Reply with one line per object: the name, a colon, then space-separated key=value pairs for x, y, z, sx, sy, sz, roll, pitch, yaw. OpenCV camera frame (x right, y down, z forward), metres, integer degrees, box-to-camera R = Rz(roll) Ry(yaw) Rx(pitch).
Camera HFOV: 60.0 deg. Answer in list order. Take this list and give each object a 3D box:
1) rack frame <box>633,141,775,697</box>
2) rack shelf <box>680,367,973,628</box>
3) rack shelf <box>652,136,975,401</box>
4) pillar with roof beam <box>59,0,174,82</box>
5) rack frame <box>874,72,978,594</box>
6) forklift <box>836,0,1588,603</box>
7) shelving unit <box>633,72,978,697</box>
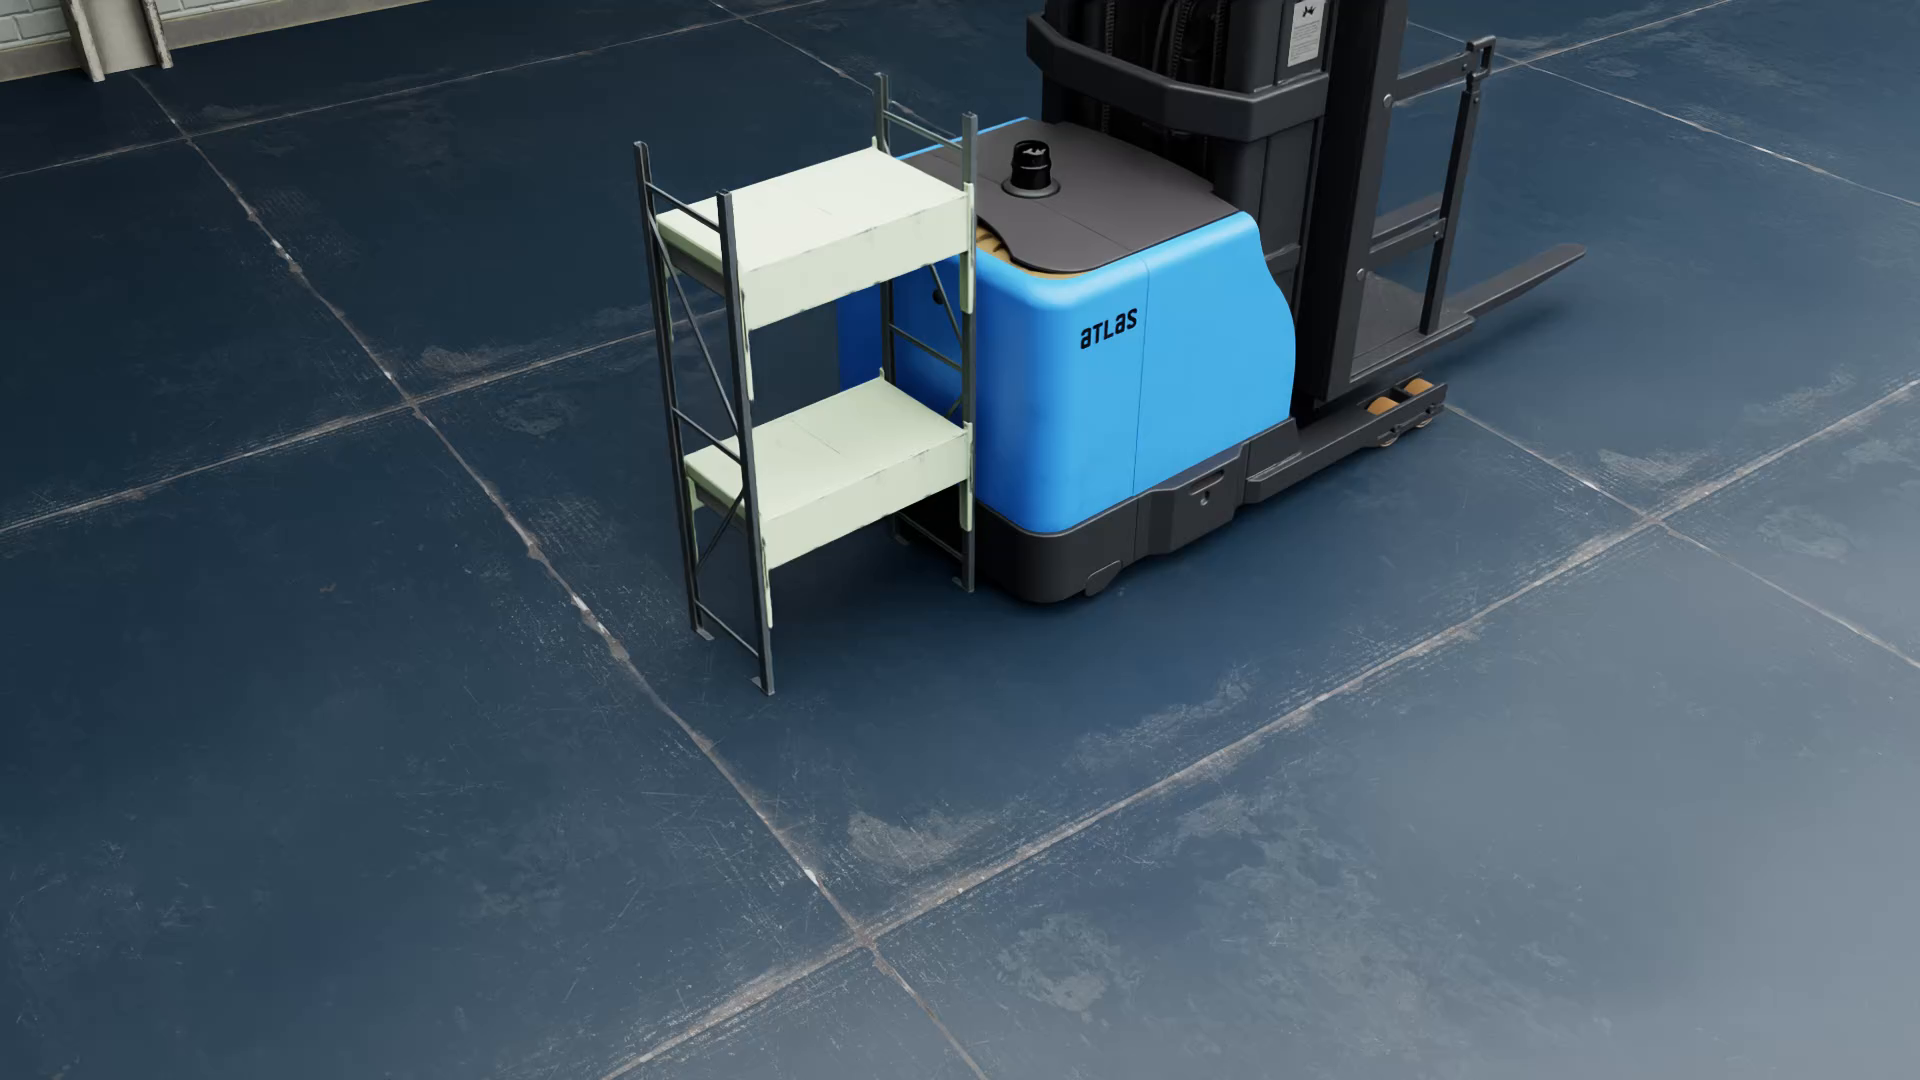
rack frame: x=-0.654 y=-0.264 z=4.332 sx=0.023 sy=1.500 sz=0.400 roll=-26 pitch=43 yaw=-31
rack shelf: x=-0.373 y=-0.136 z=4.713 sx=0.720 sy=0.370 sz=0.431 roll=-26 pitch=43 yaw=-31
rack shelf: x=-0.373 y=-0.718 z=4.295 sx=0.720 sy=0.370 sz=0.431 roll=-26 pitch=43 yaw=-31
pillar with roof beam: x=-1.880 y=-4.080 z=3.216 sx=0.400 sy=9.000 sz=9.100 roll=-22 pitch=41 yaw=-28
rack frame: x=-0.092 y=-0.538 z=4.713 sx=0.023 sy=1.500 sz=0.400 roll=-26 pitch=43 yaw=-31
forklift: x=1.059 y=-1.722 z=5.134 sx=3.031 sy=2.935 sz=1.130 roll=-26 pitch=43 yaw=-31
shelving unit: x=-0.373 y=-0.401 z=4.523 sx=0.755 sy=1.500 sz=0.431 roll=-26 pitch=43 yaw=-31
